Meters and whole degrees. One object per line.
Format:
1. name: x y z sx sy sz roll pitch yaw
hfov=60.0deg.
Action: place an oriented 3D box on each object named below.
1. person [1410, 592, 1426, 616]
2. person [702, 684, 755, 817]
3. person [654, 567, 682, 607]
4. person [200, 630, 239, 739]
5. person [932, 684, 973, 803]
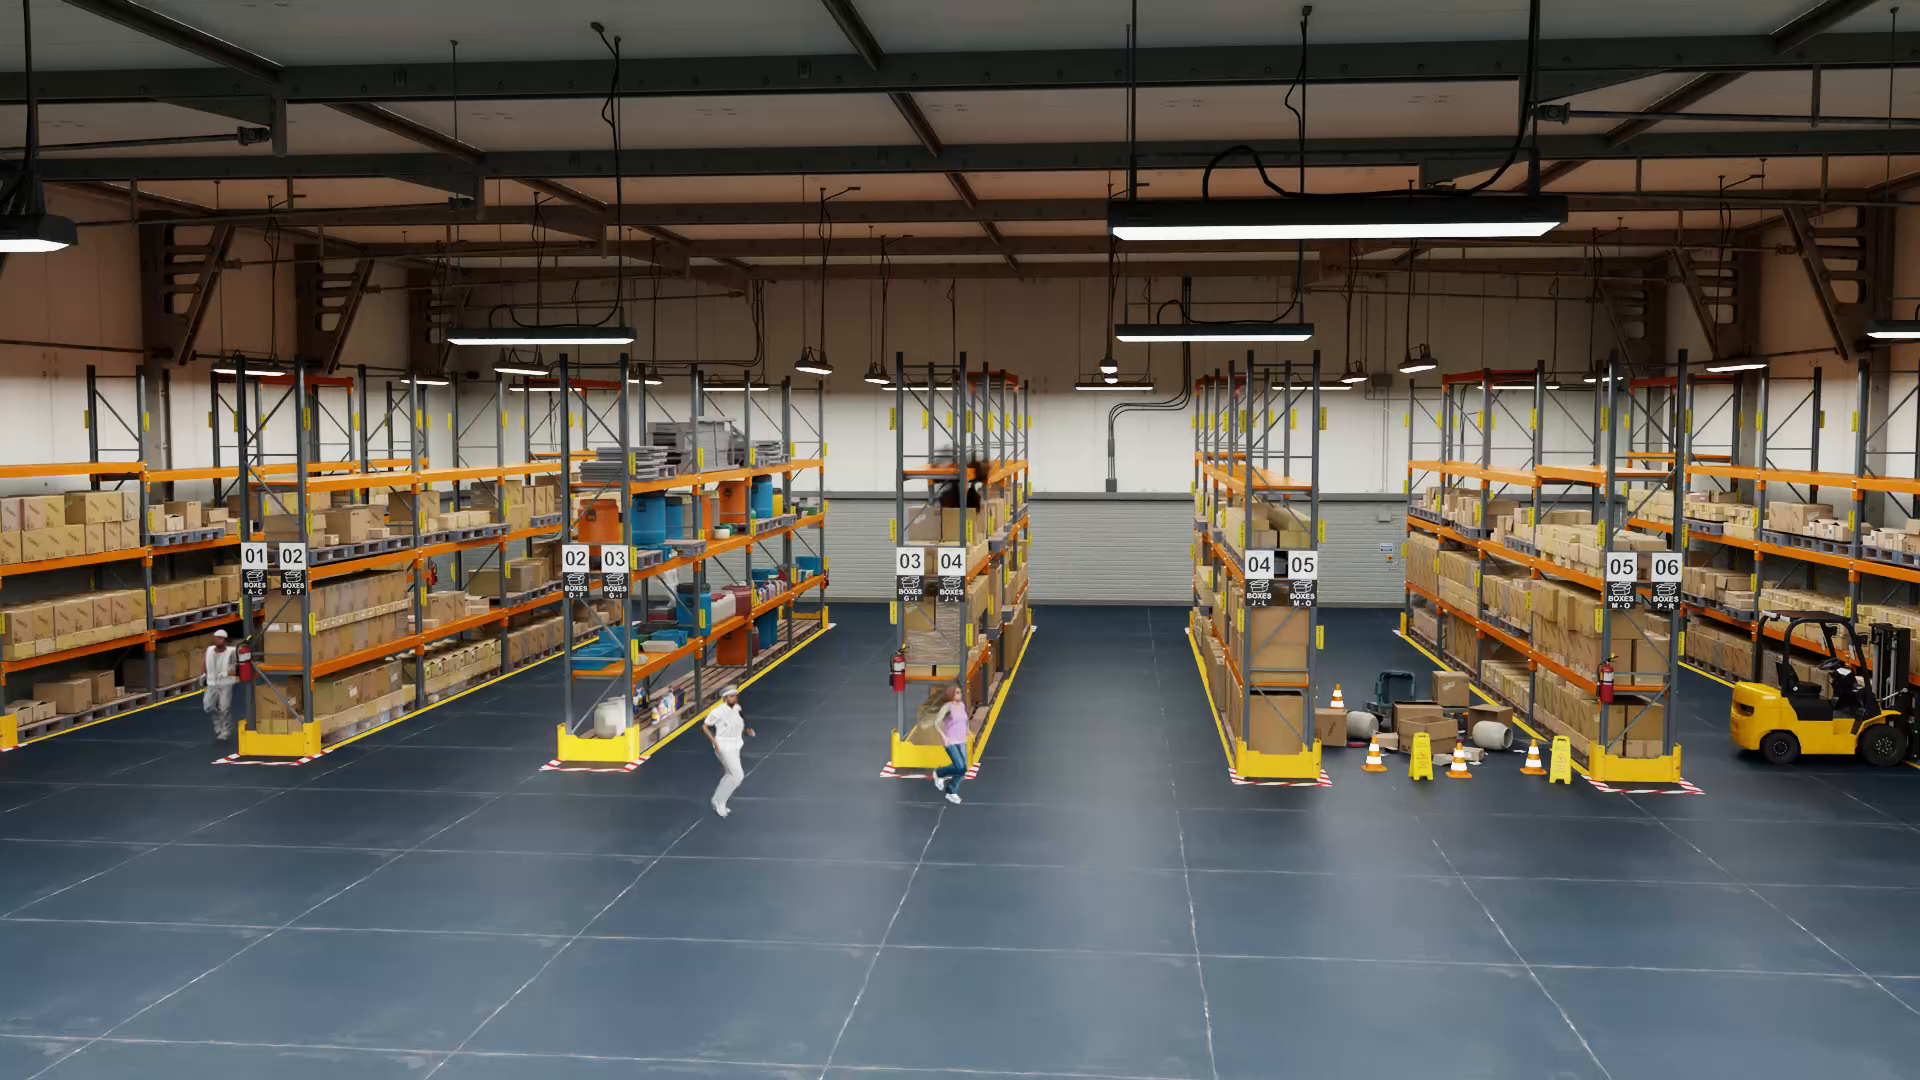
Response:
1. person: 11.157 1.284 40.371 0.609 1.731 0.760 4 5 41
2. person: -2.899 2.666 21.127 0.637 1.691 0.553 2 5 31
3. person: -7.211 1.176 41.352 0.895 1.778 0.661 3 5 39
4. person: -11.621 2.279 26.077 0.671 1.744 0.583 0 4 -1
5. person: -0.086 2.685 21.945 0.547 1.559 0.549 4 6 43
